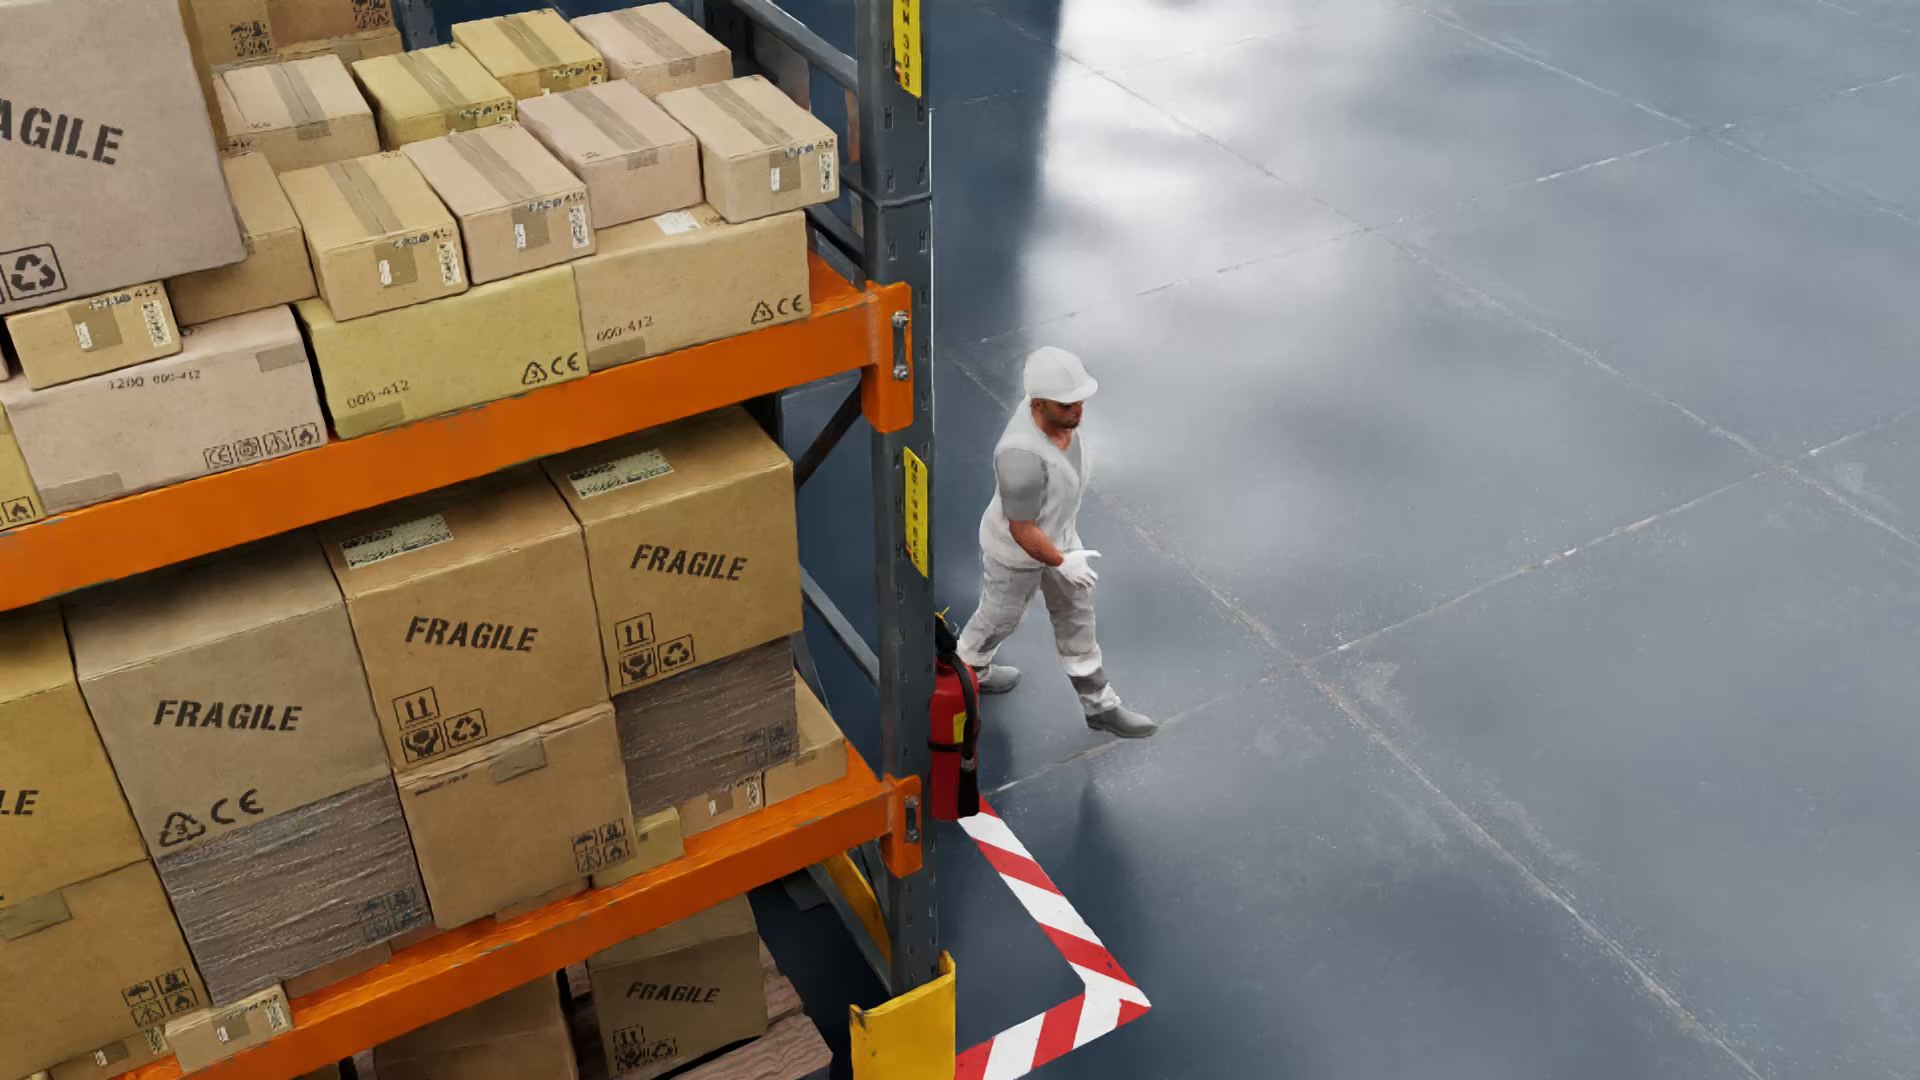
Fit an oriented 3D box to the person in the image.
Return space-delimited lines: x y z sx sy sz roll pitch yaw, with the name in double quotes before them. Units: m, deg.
"person" 0.328 0.034 6.085 0.873 1.749 0.563 20 41 25
